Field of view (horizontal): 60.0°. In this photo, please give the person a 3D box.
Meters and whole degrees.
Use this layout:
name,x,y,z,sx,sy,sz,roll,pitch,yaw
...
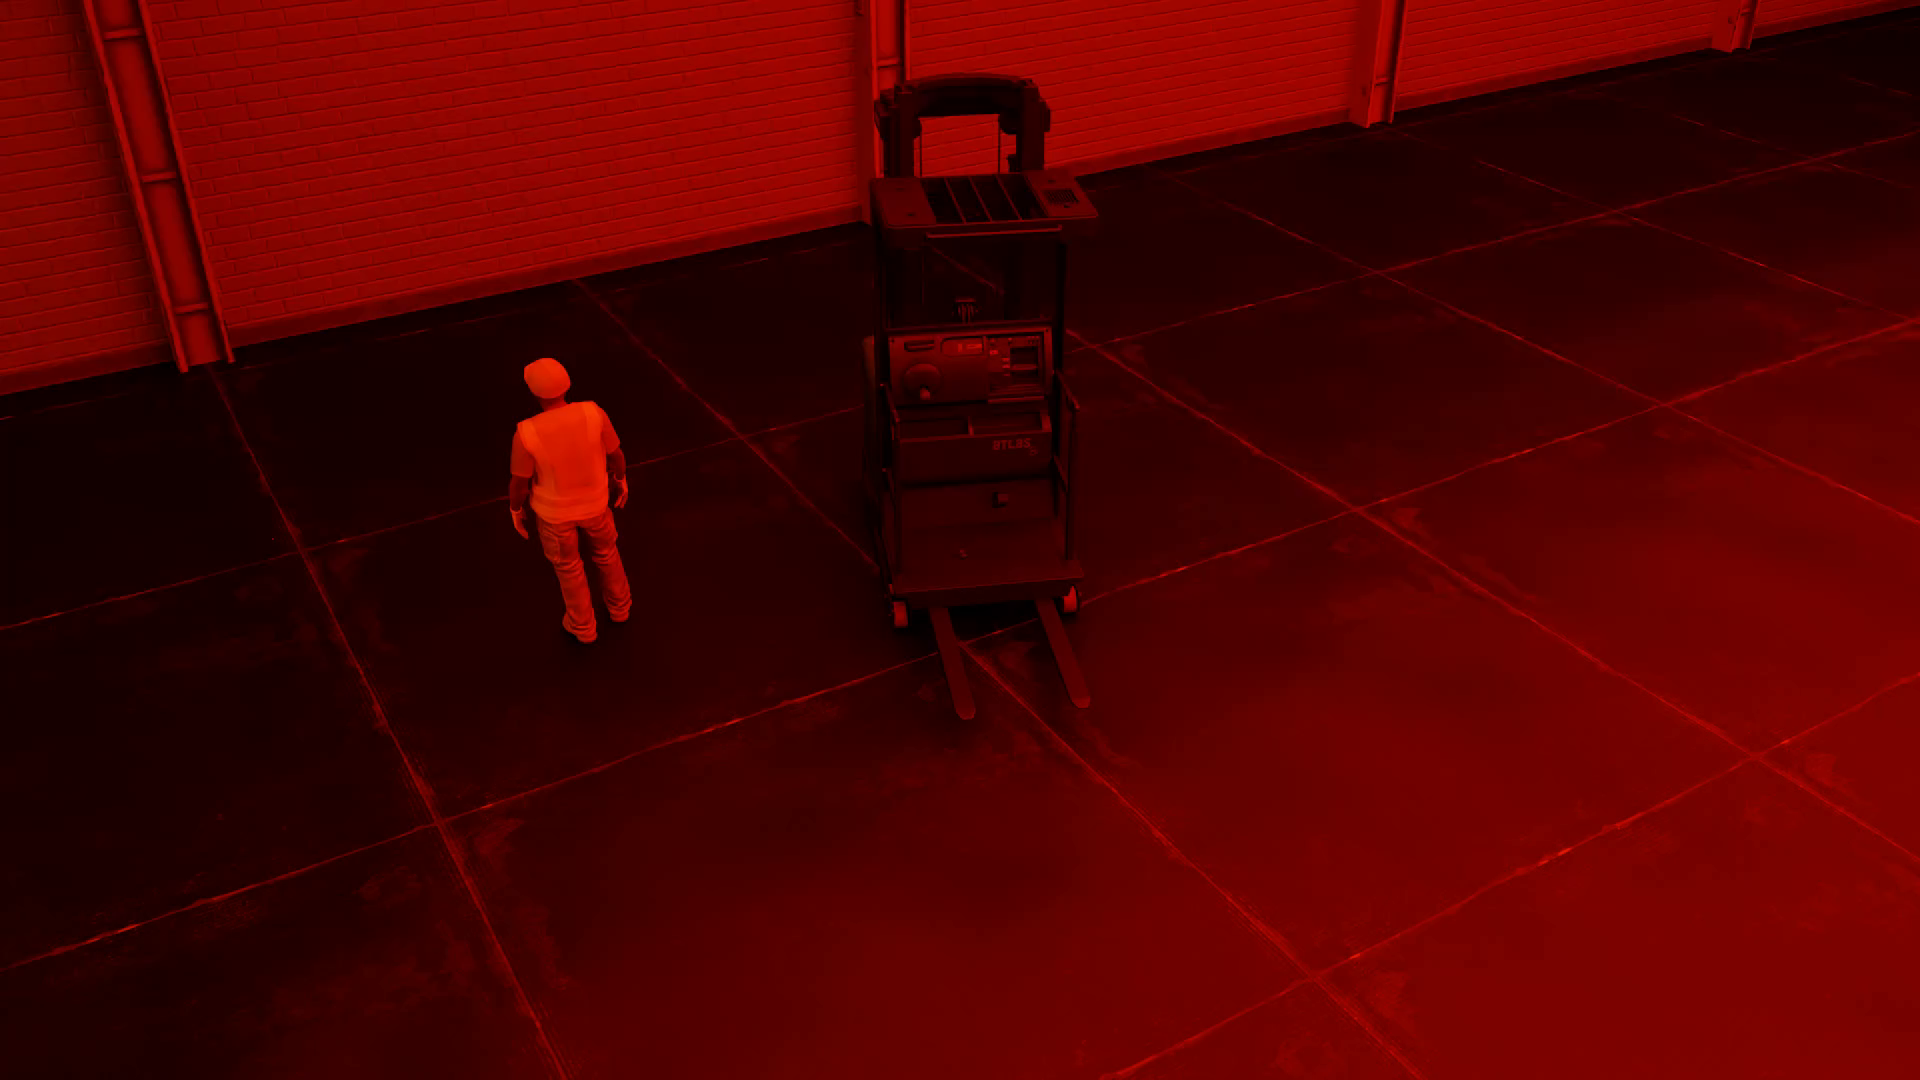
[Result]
name,x,y,z,sx,sy,sz,roll,pitch,yaw
person,-2.159,-0.239,9.149,0.656,1.781,0.579,-15,34,-23

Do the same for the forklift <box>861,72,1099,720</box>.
name,x,y,z,sx,sy,sz,roll,pitch,yaw
forklift,0.099,-0.941,9.218,1.130,2.935,3.031,-5,31,-8
